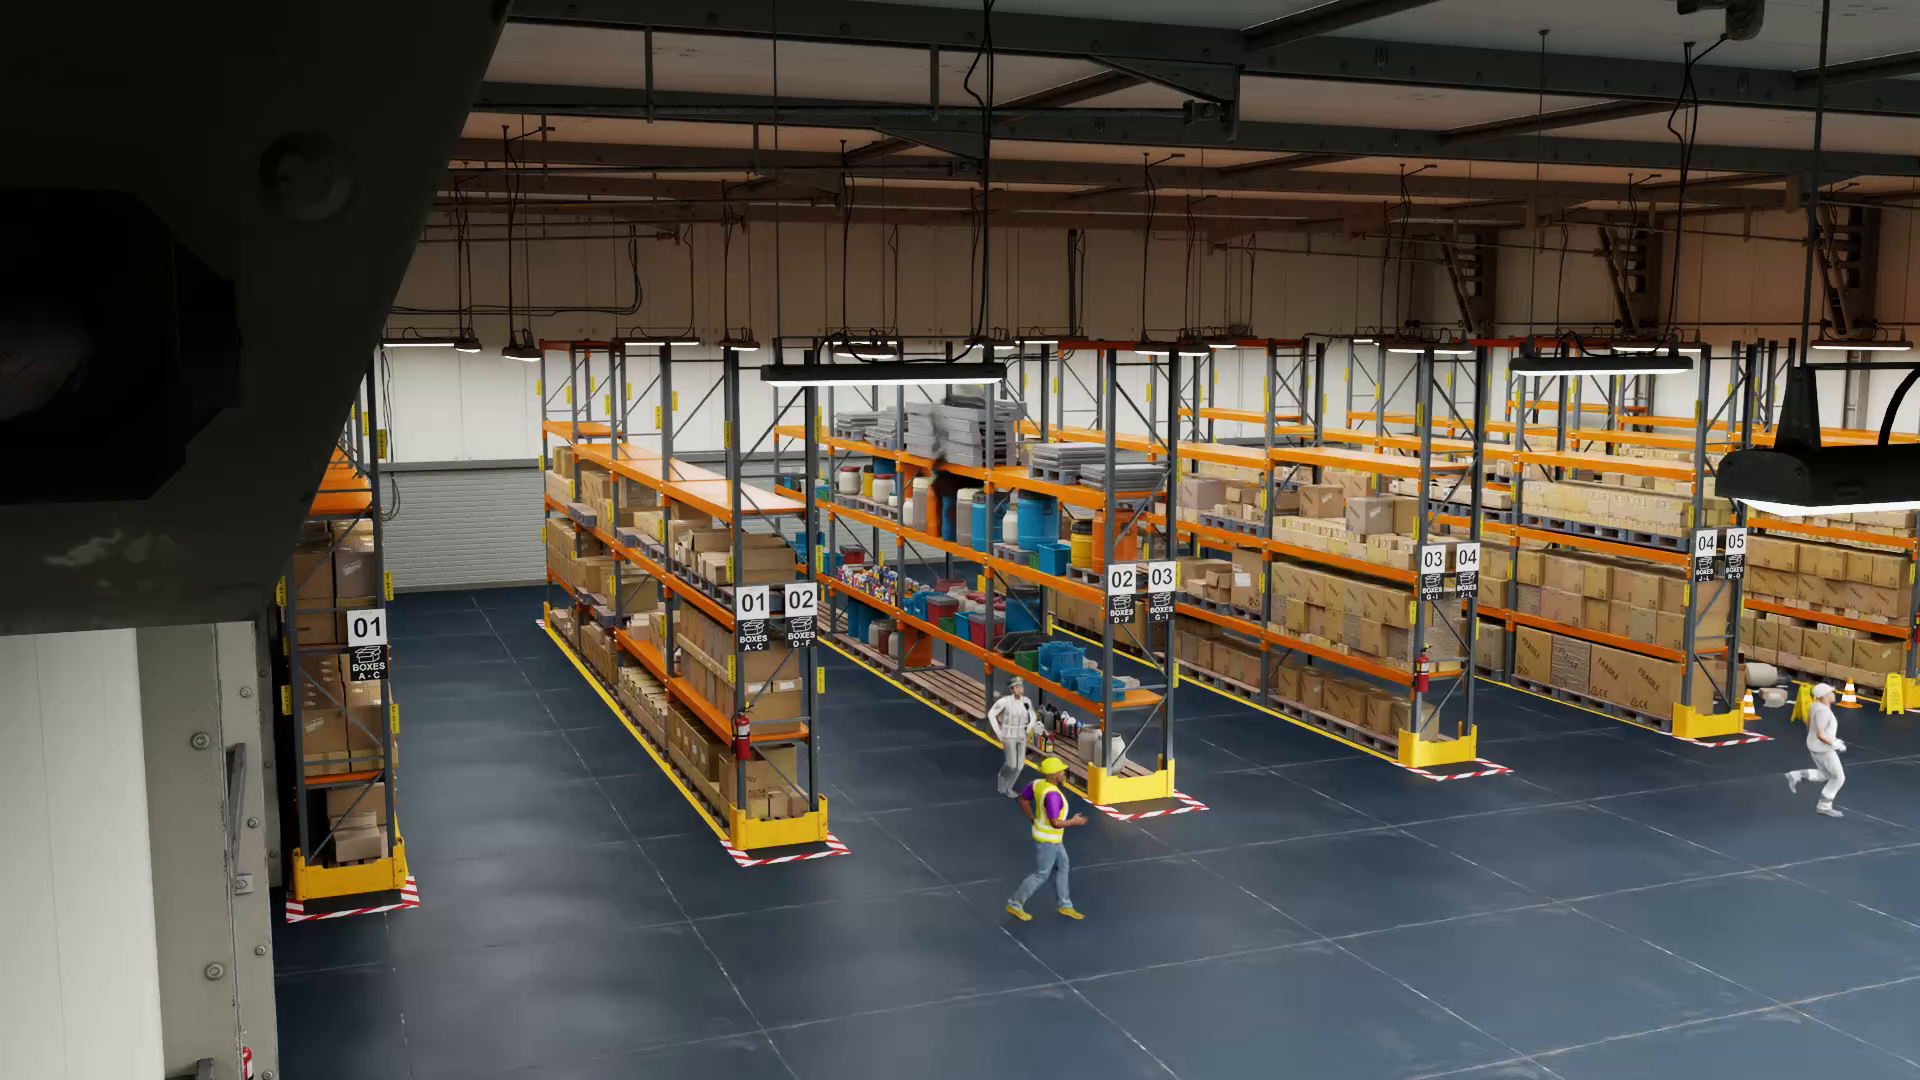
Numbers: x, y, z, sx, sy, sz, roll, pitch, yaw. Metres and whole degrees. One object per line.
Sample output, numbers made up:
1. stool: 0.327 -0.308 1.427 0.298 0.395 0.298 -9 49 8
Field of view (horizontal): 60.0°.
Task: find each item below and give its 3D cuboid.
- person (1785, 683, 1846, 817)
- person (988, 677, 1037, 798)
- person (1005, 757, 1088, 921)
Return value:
1. person: 11.083 2.698 21.502 0.675 1.724 0.676 2 8 14
2. person: 0.739 2.638 22.165 0.664 1.648 0.477 -3 8 -21
3. person: 0.906 3.182 17.561 0.874 1.803 0.644 -1 7 -6
